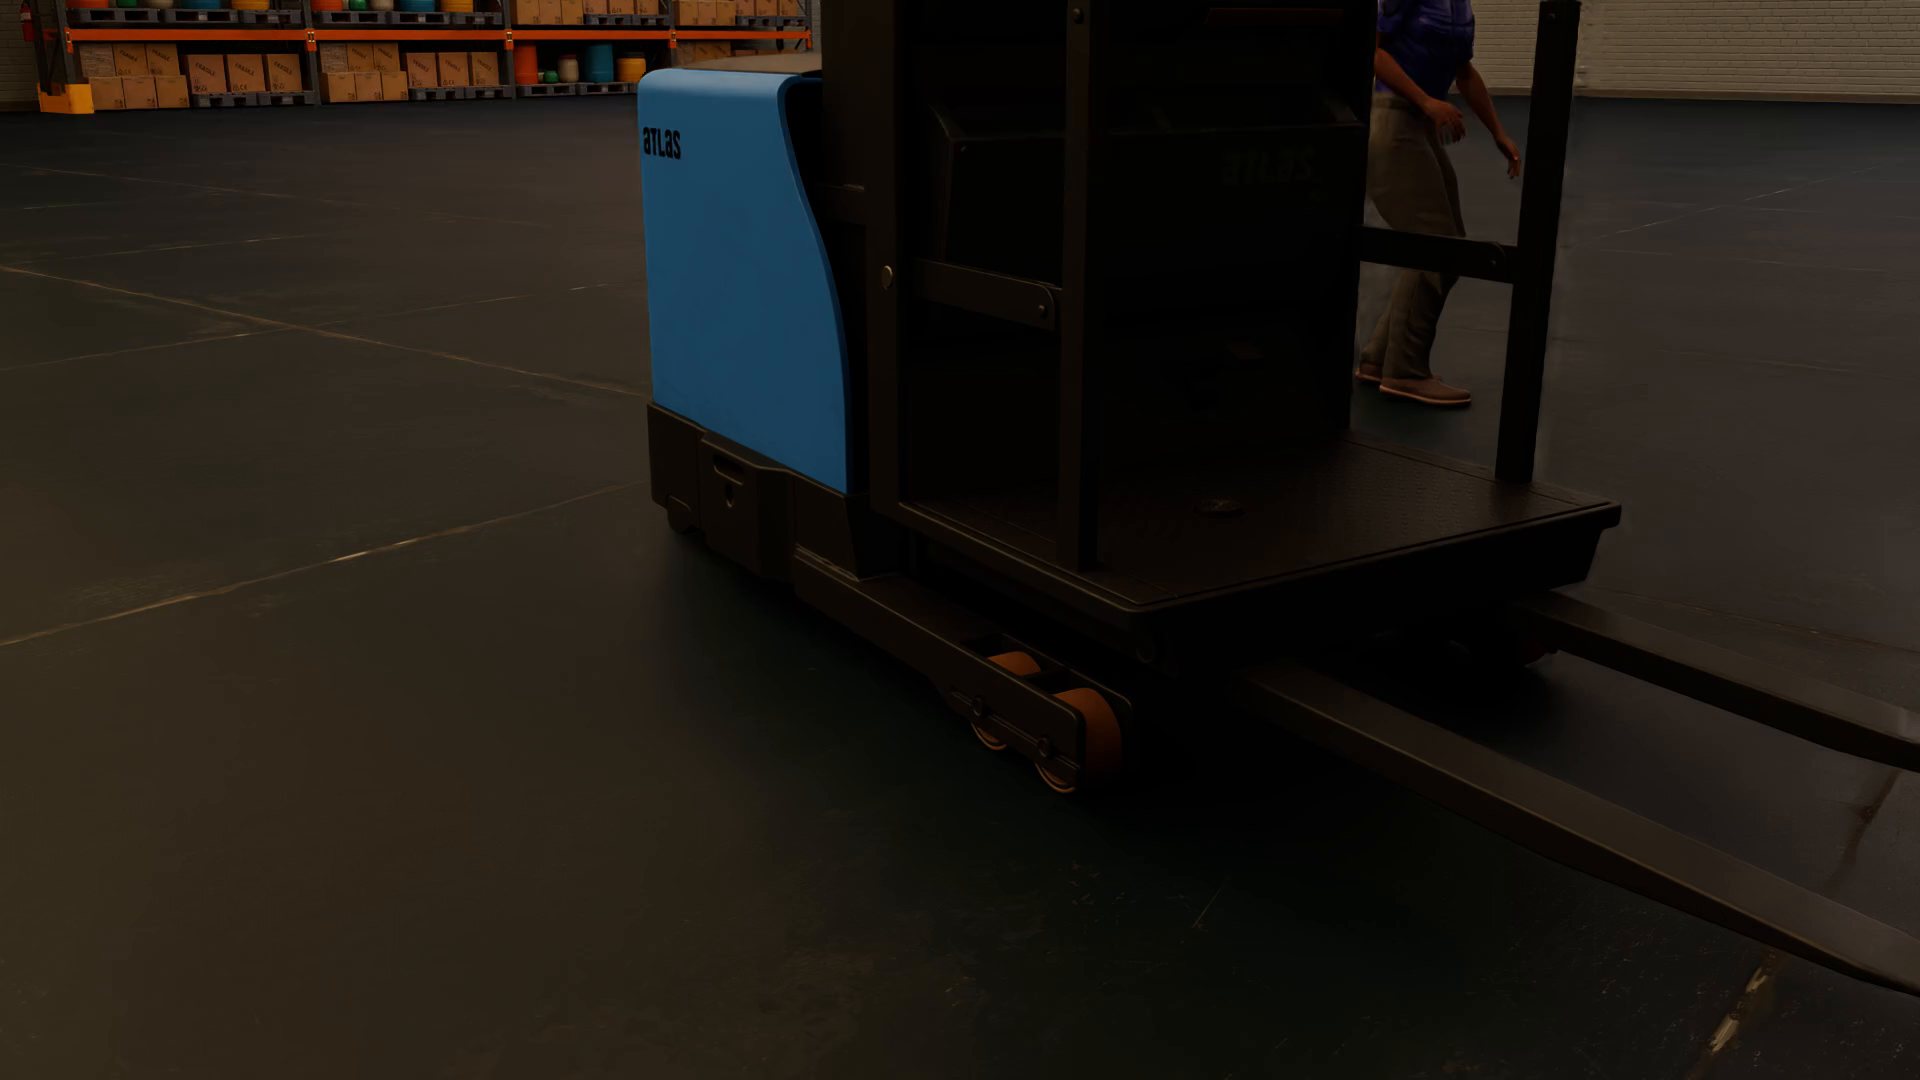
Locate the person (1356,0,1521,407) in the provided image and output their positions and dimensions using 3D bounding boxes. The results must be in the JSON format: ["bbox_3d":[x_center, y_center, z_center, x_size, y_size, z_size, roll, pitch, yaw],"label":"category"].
[{"bbox_3d":[1.521,-1.255,5.347,0.468,1.612,0.669,12,21,35],"label":"person"}]

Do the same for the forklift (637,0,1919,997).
[{"bbox_3d":[0.458,-1.157,2.707,1.130,2.935,3.031,-10,20,-30],"label":"forklift"}]
